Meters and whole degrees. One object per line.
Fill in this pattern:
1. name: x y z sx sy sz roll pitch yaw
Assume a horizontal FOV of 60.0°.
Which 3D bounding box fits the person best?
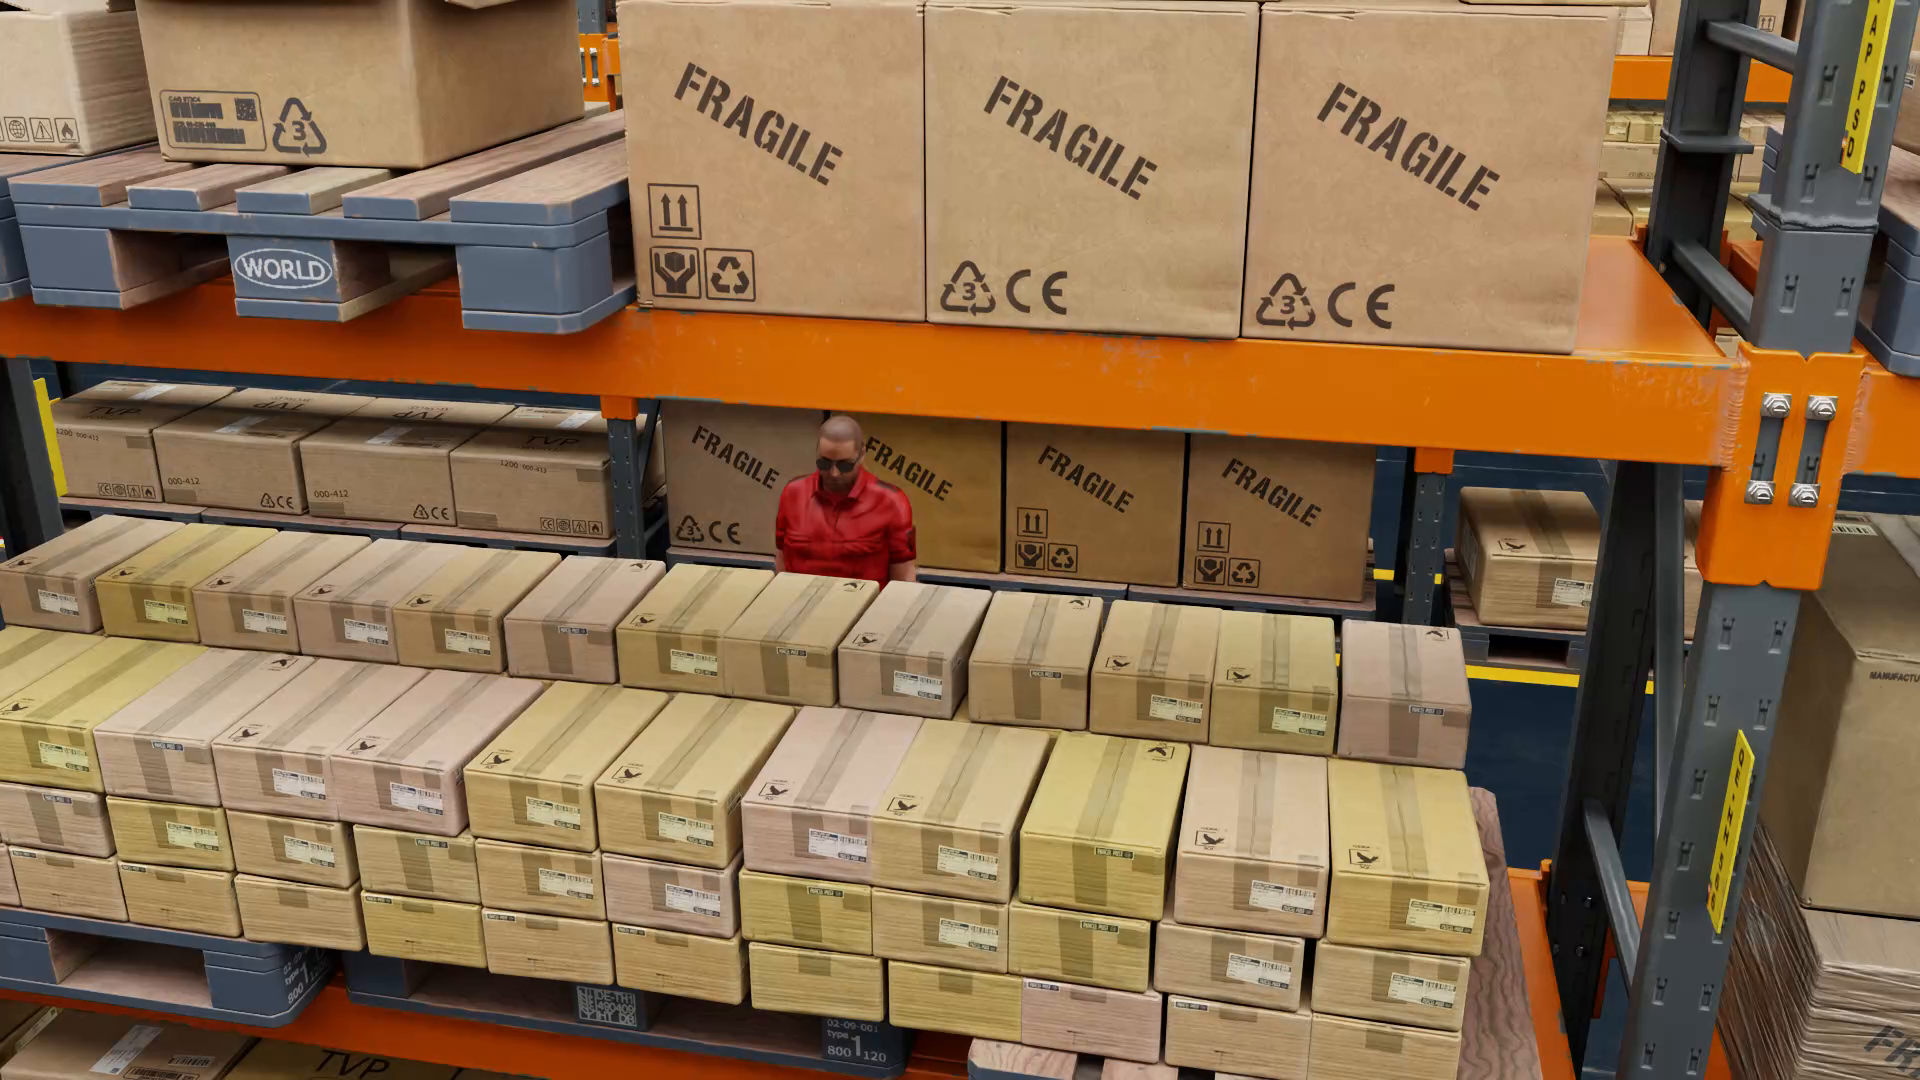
1. person: -0.464 0.399 6.046 0.559 1.716 0.675 6 22 15
